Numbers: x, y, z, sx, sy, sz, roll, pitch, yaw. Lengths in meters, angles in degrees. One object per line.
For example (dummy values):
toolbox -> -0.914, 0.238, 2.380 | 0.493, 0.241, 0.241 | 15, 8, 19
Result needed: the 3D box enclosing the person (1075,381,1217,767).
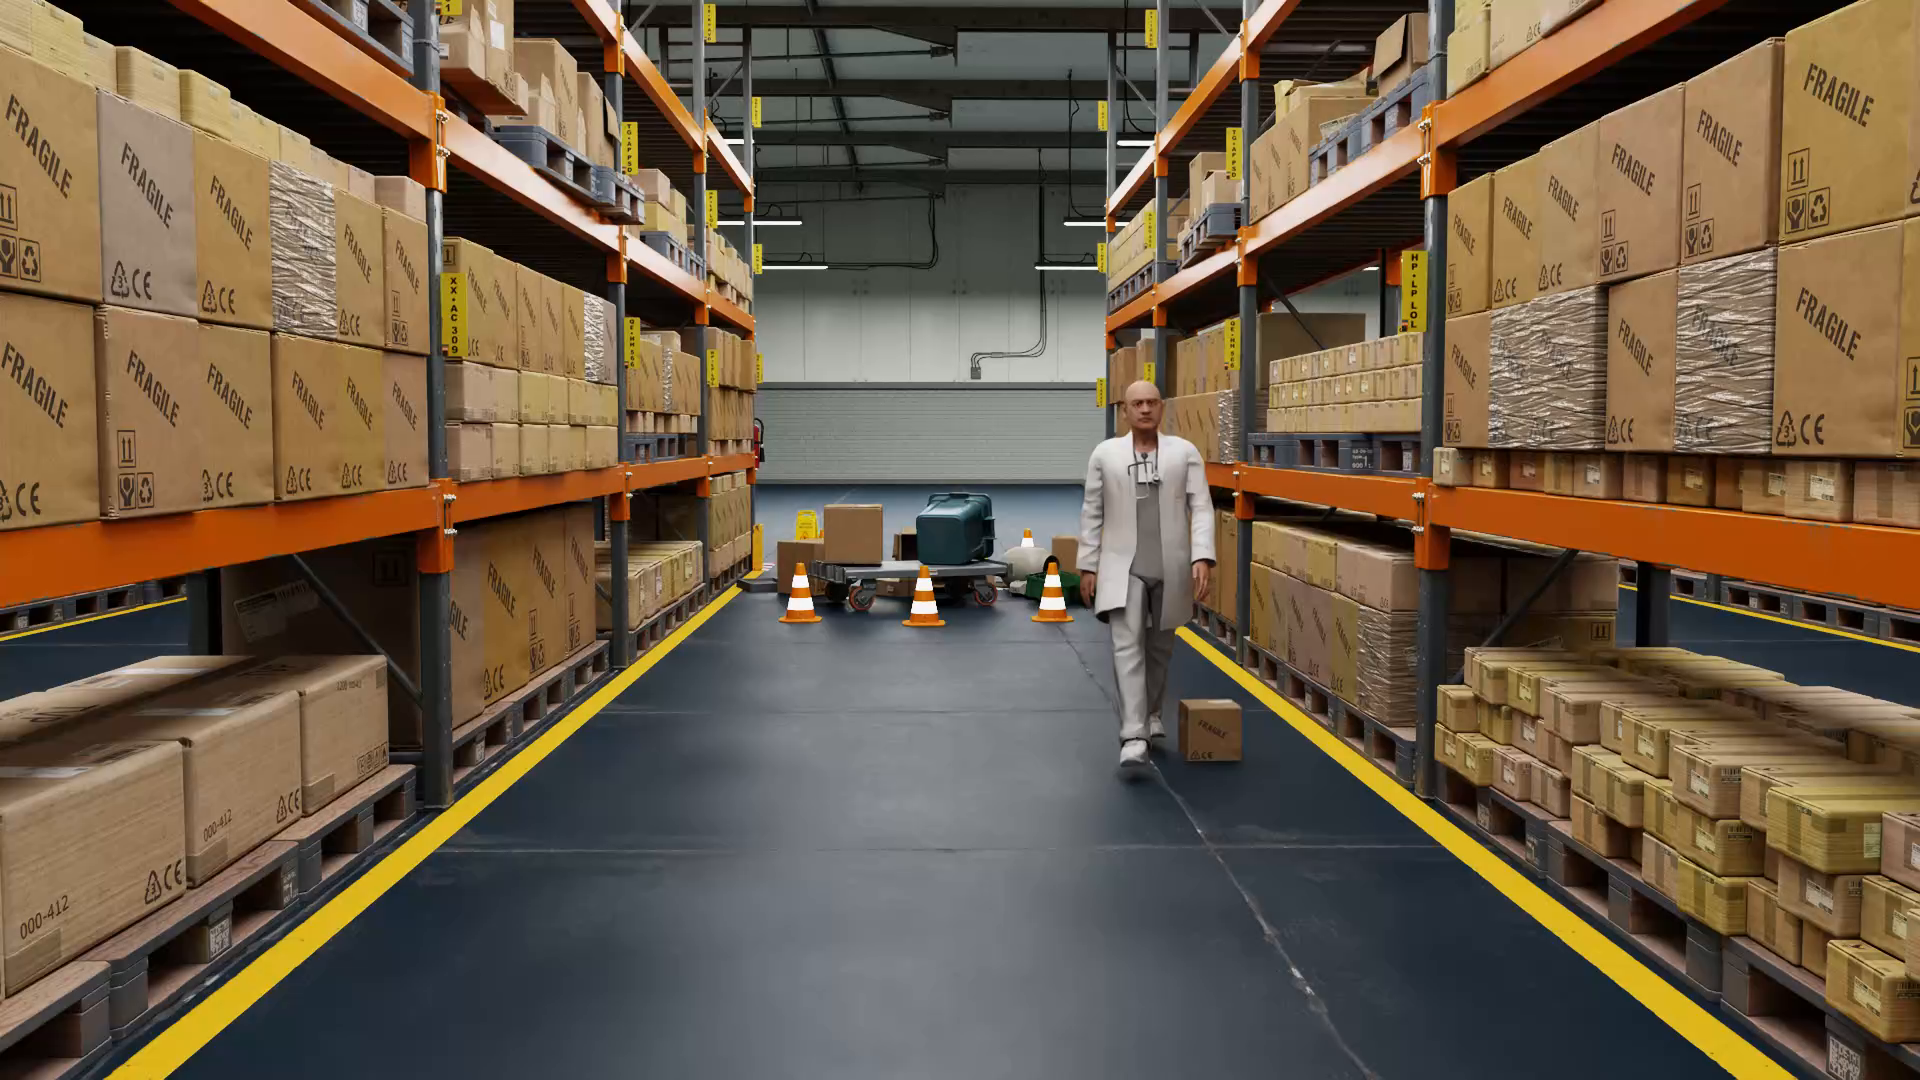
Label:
person -> 0.851, 0.131, 7.601 | 0.618, 1.715, 1.166 | 0, 4, 0
